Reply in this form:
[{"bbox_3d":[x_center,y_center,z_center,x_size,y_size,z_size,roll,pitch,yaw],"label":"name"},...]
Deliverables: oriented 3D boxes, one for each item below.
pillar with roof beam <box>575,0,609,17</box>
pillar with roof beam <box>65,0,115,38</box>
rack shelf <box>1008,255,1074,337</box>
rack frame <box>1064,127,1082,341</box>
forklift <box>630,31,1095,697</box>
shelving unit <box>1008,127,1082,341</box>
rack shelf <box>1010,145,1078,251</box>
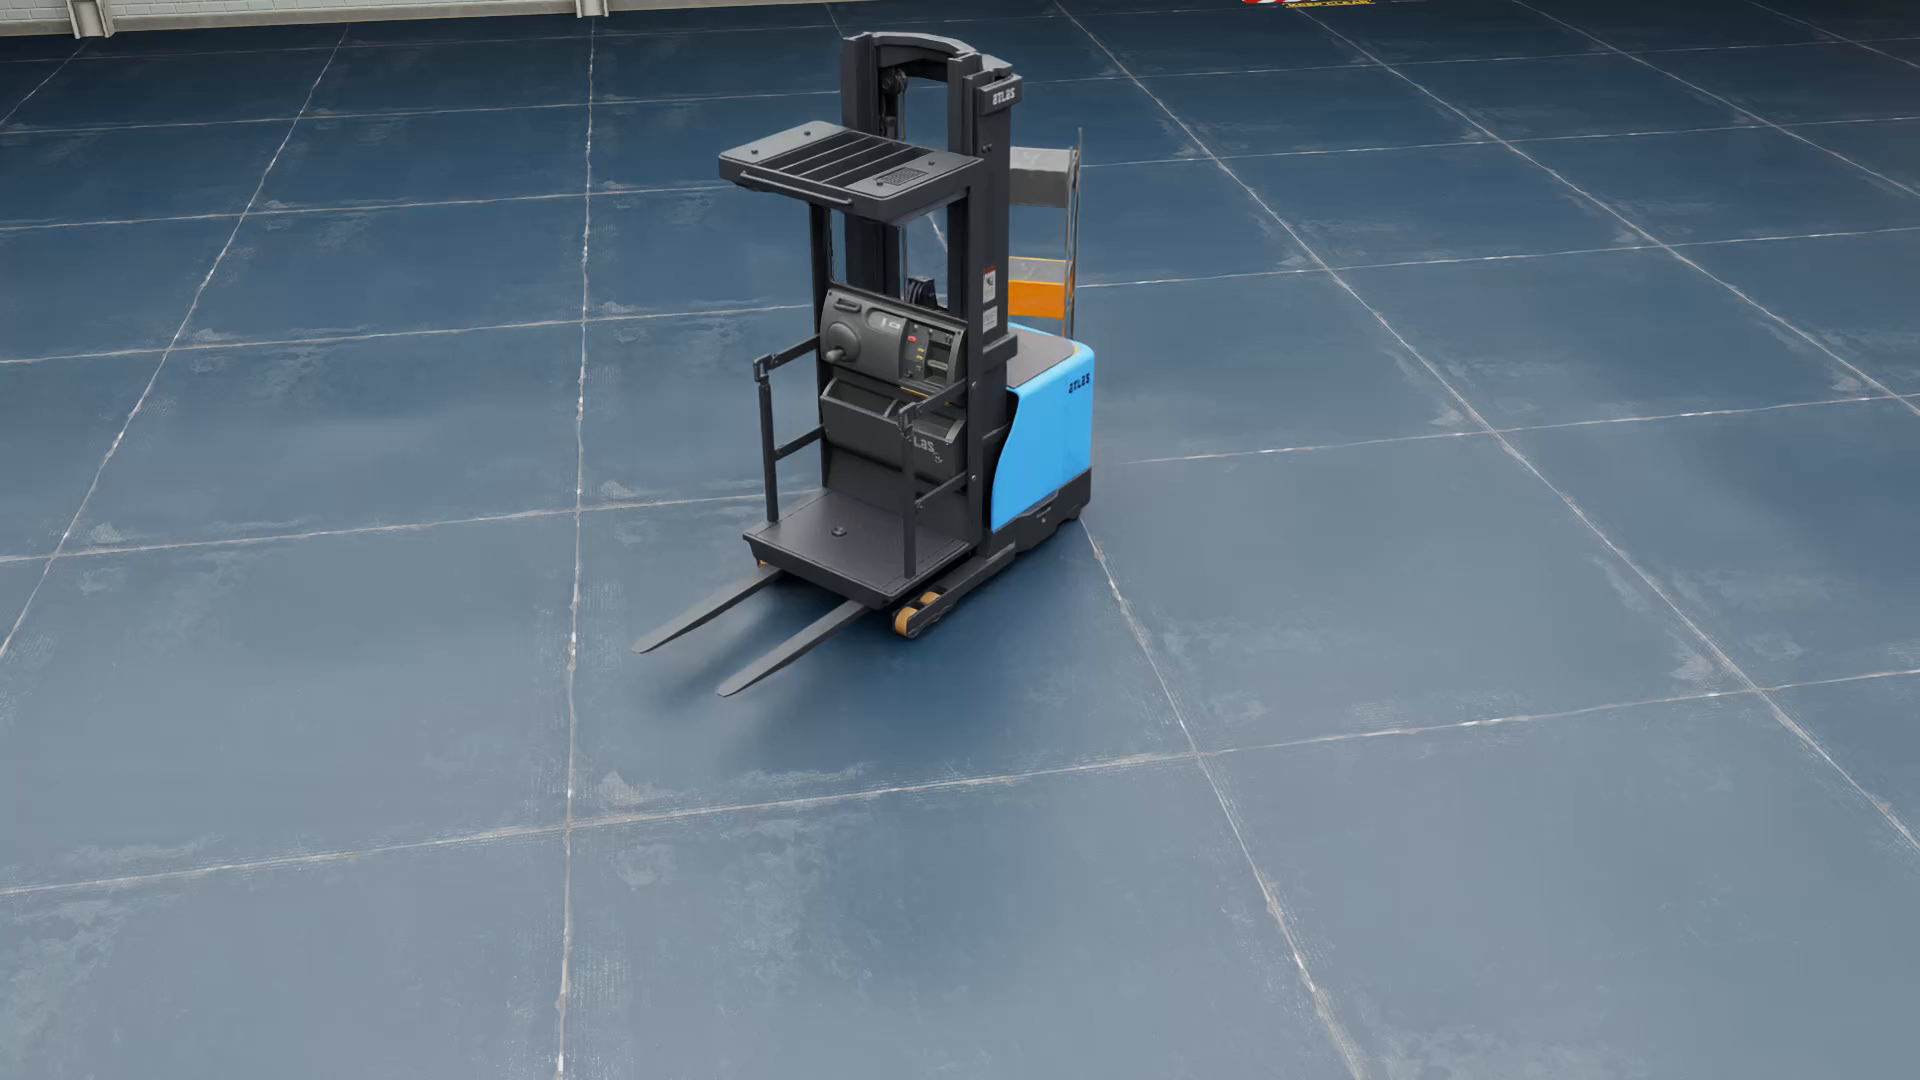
[{"bbox_3d":[-3.935,-8.484,15.416,0.400,9.000,9.100,-5,31,-9],"label":"pillar with roof beam"},{"bbox_3d":[-9.837,-7.937,14.484,0.400,9.000,9.100,-5,31,-9],"label":"pillar with roof beam"},{"bbox_3d":[0.438,-1.463,10.308,0.480,0.518,0.431,6,31,10],"label":"rack shelf"},{"bbox_3d":[0.677,-1.450,10.260,0.015,2.100,0.400,6,31,10],"label":"rack frame"},{"bbox_3d":[-0.497,-1.018,8.704,1.130,2.935,3.031,21,37,32],"label":"forklift"},{"bbox_3d":[0.438,-1.475,10.301,0.503,2.100,0.431,6,31,10],"label":"shelving unit"},{"bbox_3d":[0.438,-2.066,9.953,0.480,0.518,0.431,6,31,10],"label":"rack shelf"}]
